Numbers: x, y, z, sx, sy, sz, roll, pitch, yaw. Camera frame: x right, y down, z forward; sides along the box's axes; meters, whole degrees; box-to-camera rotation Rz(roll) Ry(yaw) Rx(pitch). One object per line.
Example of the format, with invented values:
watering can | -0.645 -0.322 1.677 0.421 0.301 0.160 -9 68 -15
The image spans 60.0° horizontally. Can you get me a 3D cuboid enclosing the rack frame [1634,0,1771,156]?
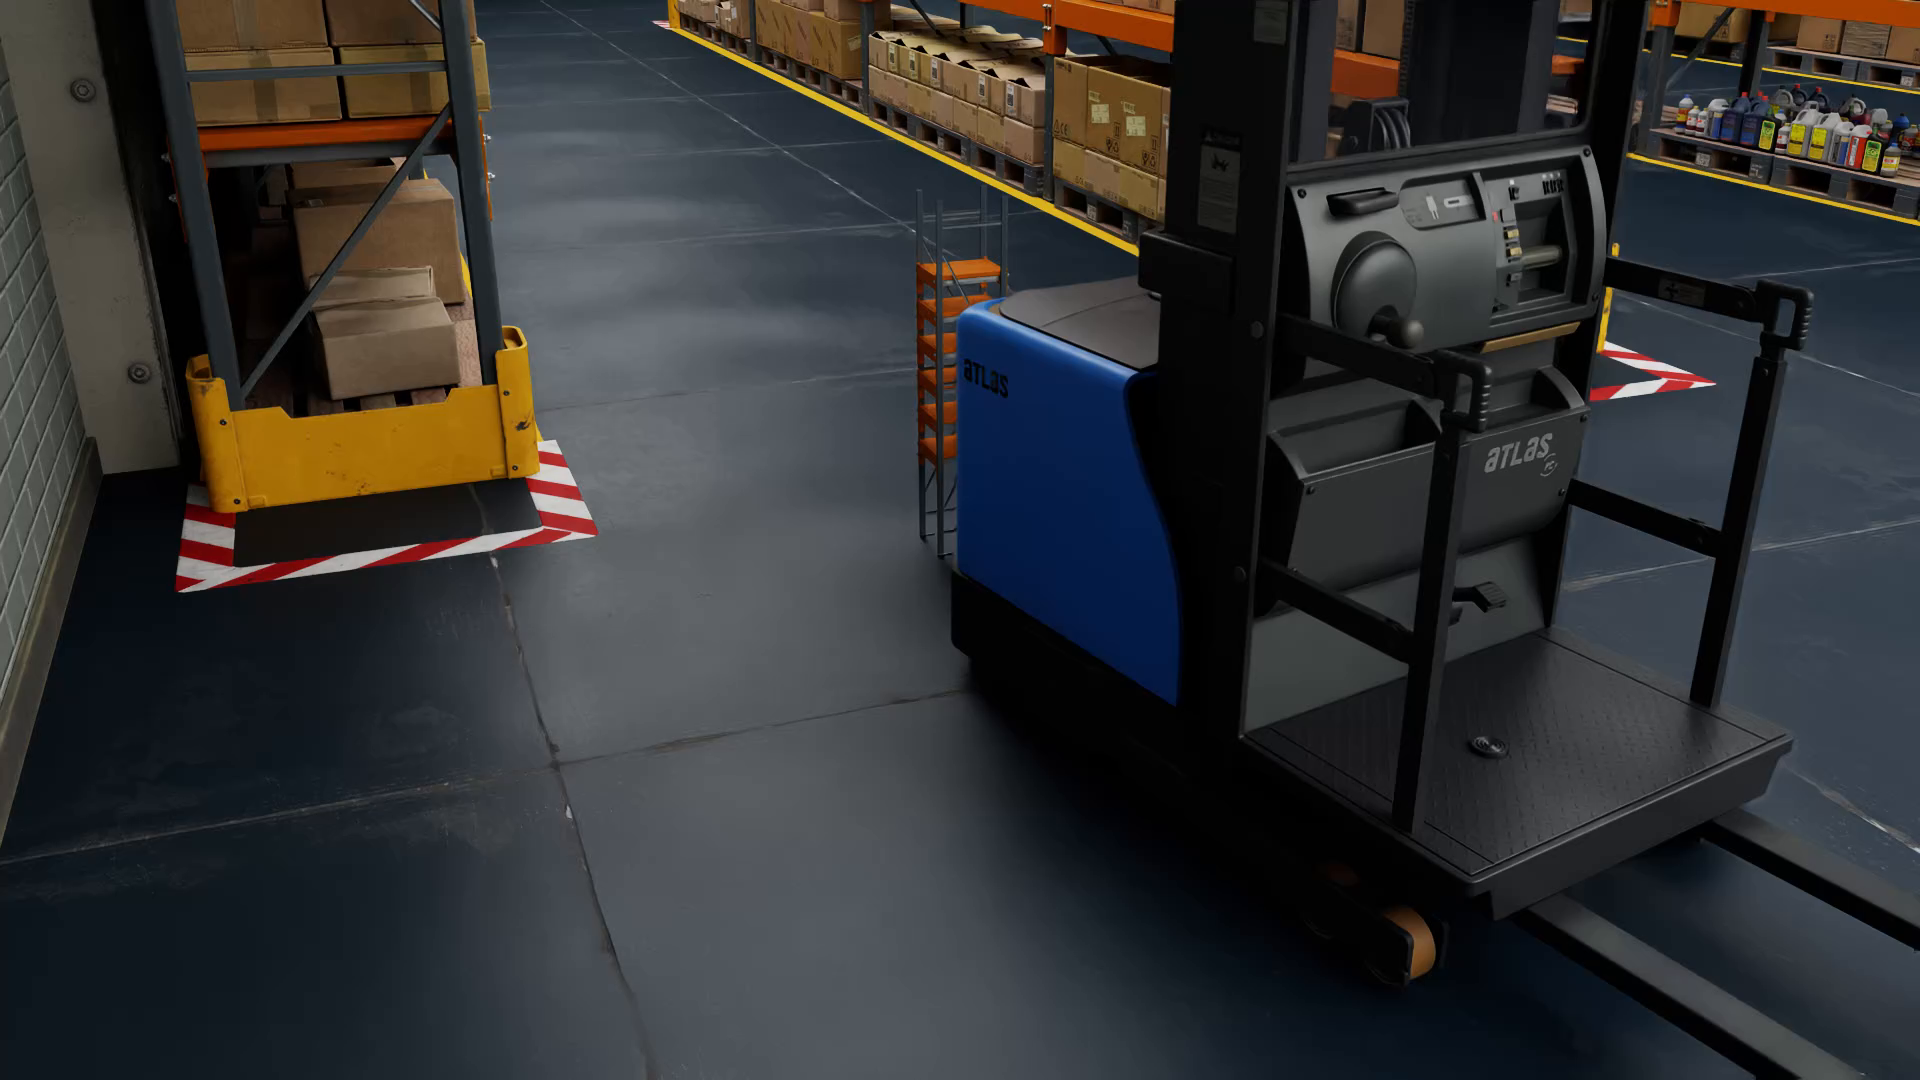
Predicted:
rack frame | 5.681 -4.399 12.324 1.000 3.000 0.127 -8 24 -19

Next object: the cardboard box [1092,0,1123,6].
cardboard box | 1.208 -3.606 10.315 0.700 0.500 0.500 -9 24 -20

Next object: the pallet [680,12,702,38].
pallet | -2.884 -6.478 20.849 1.003 0.211 1.213 -8 24 -19

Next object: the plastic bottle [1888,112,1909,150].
plastic bottle | 6.517 -2.827 11.541 0.097 0.271 0.097 0 23 0

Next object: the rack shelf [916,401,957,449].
rack shelf | 0.005 -0.396 5.568 0.258 0.103 0.180 -8 24 -19

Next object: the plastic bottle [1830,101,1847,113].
plastic bottle | 6.342 -3.032 12.013 0.061 0.283 0.133 -7 24 -15

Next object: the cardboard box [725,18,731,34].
cardboard box | -2.436 -5.812 18.782 0.380 0.149 0.250 -8 24 -19

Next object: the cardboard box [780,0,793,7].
cardboard box | -1.484 -5.451 16.508 0.500 0.250 0.500 -8 24 -19

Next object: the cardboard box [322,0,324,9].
cardboard box | -2.597 -2.642 7.358 0.500 0.500 0.500 -8 24 -17

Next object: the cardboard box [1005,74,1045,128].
cardboard box | 0.634 -3.013 11.314 0.500 0.311 0.500 -8 24 -19

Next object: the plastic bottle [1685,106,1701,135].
plastic bottle | 5.419 -3.099 12.277 0.097 0.201 0.097 0 23 0

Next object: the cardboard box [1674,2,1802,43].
cardboard box | 8.677 -6.000 18.318 1.225 0.875 0.875 -10 25 -21

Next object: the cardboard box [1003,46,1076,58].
cardboard box | 0.588 -3.648 12.821 0.500 0.311 0.500 -8 24 -18

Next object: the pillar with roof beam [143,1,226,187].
pillar with roof beam | -1.323 -7.257 11.381 9.100 9.000 0.400 -8 24 -19

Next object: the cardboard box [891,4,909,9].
cardboard box | -0.813 -4.991 16.380 0.500 0.500 0.500 -9 25 -21

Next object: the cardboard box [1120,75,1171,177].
cardboard box | 1.270 -2.418 9.658 0.500 0.500 0.500 -8 24 -19

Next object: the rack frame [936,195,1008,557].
rack frame | 0.037 -0.514 5.426 0.240 1.200 0.006 -8 24 -19

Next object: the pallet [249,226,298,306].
pallet | -3.317 -1.515 9.073 1.003 0.211 1.213 -8 24 -19

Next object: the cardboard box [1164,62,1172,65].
cardboard box | 1.580 -2.671 10.258 0.500 0.500 0.500 -8 24 -19

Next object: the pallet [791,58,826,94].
pallet | -1.023 -4.608 16.411 1.003 0.211 1.213 -8 24 -19

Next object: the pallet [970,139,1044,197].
pallet | 0.749 -2.698 11.879 1.003 0.211 1.213 -8 24 -19

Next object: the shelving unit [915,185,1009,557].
shelving unit | 0.005 -0.548 5.504 0.258 1.200 0.189 -8 24 -19

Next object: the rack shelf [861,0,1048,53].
rack shelf | 0.339 -4.116 12.579 1.077 0.370 4.000 -8 24 -19

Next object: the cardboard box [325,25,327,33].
cardboard box | -2.714 -1.857 6.461 0.500 0.250 0.500 -8 24 -17

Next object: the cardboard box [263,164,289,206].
cardboard box | -3.863 -2.355 10.128 0.700 0.500 0.500 -7 24 -17

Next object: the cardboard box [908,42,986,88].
cardboard box | -0.086 -3.753 13.069 0.500 0.311 0.500 -9 24 -20

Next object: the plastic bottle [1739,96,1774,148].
plastic bottle | 5.644 -2.962 11.760 0.144 0.351 0.185 -9 25 -21

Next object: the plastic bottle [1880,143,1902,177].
plastic bottle | 6.035 -2.466 10.774 0.097 0.201 0.097 0 23 0

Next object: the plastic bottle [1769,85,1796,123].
plastic bottle | 6.043 -3.166 12.245 0.144 0.351 0.185 -8 24 -19

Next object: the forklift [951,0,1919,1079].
forklift | 1.192 -0.620 3.446 1.130 2.935 3.031 -14 27 -30

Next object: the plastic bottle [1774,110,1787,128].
plastic bottle | 5.731 -2.877 11.660 0.097 0.271 0.097 0 23 0

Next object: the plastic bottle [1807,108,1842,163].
plastic bottle | 5.860 -2.740 11.233 0.144 0.351 0.185 -7 24 -17

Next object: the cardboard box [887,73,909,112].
cardboard box | -0.279 -3.687 13.636 0.500 0.250 0.500 -9 24 -20

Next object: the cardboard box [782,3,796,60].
cardboard box | -1.469 -5.094 16.626 0.500 0.500 0.500 -8 24 -18

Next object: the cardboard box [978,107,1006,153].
cardboard box | 0.451 -2.942 11.867 0.500 0.250 0.500 -9 24 -20

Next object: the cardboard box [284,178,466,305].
cardboard box | -2.748 -1.381 7.817 0.700 0.500 0.500 -10 25 -22

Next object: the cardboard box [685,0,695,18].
cardboard box | -3.090 -6.598 20.516 0.500 0.250 0.500 -8 24 -19

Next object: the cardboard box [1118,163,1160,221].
cardboard box | 1.269 -2.072 9.803 0.500 0.250 0.500 -8 24 -19

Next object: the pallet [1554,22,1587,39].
pallet | 7.831 -6.430 20.734 1.003 0.211 1.213 -8 24 -19

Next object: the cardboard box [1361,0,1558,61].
cardboard box | 2.306 -2.484 7.654 0.700 0.500 0.500 -8 24 -19

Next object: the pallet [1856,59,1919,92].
pallet | 9.603 -4.520 16.202 1.003 0.211 1.213 -8 24 -19

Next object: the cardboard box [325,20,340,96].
cardboard box | -2.246 -1.934 6.643 0.500 0.250 0.500 -9 25 -21

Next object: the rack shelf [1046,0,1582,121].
rack shelf | 1.752 -2.662 9.130 1.077 0.370 4.000 -8 24 -19
